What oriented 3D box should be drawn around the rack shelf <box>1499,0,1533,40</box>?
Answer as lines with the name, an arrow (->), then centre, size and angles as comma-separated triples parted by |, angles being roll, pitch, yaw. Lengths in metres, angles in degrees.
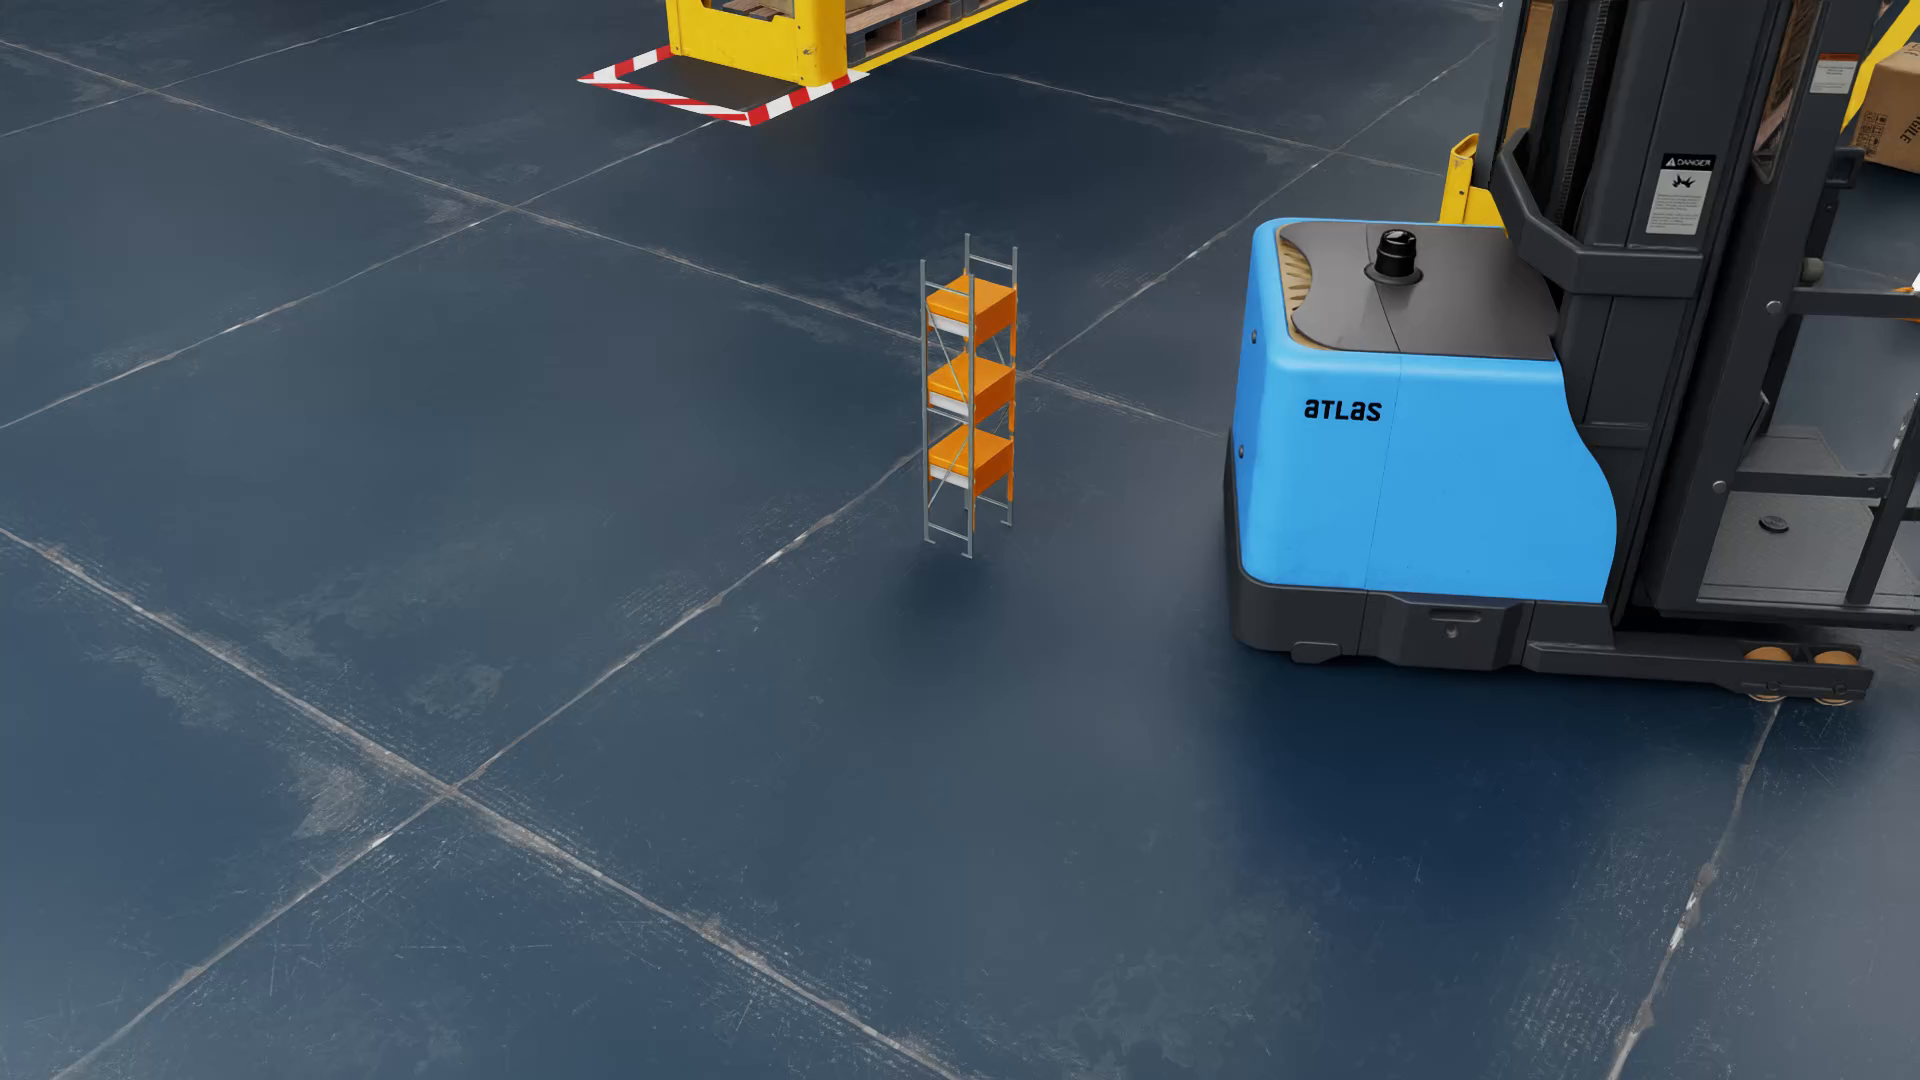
rack shelf -> 3.898, -3.073, 8.258 | 1.077, 0.370, 4.000 | 21, 39, 28

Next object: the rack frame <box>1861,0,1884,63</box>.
rack frame -> 5.038, -4.291, 9.418 | 1.000, 3.000, 0.127 | 21, 39, 28

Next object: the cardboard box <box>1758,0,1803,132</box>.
cardboard box -> 3.590, -2.483, 8.266 | 0.875, 0.875, 0.875 | 21, 39, 27

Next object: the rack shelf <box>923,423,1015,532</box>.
rack shelf -> 0.031, -0.221, 5.654 | 0.215, 0.259, 0.240 | 21, 39, 28

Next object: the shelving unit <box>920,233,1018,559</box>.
shelving unit -> 0.031, -0.460, 5.492 | 0.215, 1.050, 0.252 | 21, 39, 28

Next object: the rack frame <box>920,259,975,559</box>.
rack frame -> -0.039, -0.403, 5.409 | 0.200, 1.050, 0.008 | 21, 39, 28

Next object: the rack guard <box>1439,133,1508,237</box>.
rack guard -> 2.744, -1.404, 7.380 | 1.175, 0.500, 0.348 | 21, 39, 28

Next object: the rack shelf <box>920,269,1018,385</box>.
rack shelf -> 0.031, -0.686, 5.339 | 0.215, 0.259, 0.240 | 21, 39, 28

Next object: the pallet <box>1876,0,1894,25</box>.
pallet -> 5.416, -3.515, 10.760 | 1.003, 0.211, 1.213 | 21, 39, 28

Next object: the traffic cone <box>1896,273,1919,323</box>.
traffic cone -> 4.227, -1.190, 7.097 | 0.336, 0.463, 0.334 | 21, 39, 28

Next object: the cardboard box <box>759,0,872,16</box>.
cardboard box -> -0.890, -3.502, 10.107 | 0.500, 0.500, 0.500 | -29, 43, -35

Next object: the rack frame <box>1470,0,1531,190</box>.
rack frame -> 2.757, -2.450, 6.696 | 1.000, 3.000, 0.127 | 21, 39, 28

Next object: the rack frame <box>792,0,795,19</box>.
rack frame -> -1.260, -4.081, 9.107 | 1.000, 3.000, 0.127 | 21, 39, 28

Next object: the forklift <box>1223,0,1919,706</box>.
forklift -> 2.400, -1.028, 4.654 | 3.031, 2.935, 1.130 | 3, 34, 5

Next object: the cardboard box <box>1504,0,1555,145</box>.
cardboard box -> 3.090, -2.077, 7.666 | 0.875, 0.875, 0.875 | 21, 40, 28

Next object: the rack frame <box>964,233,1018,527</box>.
rack frame -> 0.100, -0.516, 5.575 | 0.200, 1.050, 0.008 | 21, 39, 28

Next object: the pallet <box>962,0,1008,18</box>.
pallet -> -0.028, -3.883, 11.303 | 1.003, 0.211, 1.213 | 21, 39, 28

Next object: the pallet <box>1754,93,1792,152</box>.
pallet -> 3.845, -2.247, 8.885 | 1.003, 0.211, 1.213 | 21, 39, 28

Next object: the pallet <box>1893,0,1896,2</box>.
pallet -> 6.111, -4.079, 11.593 | 1.003, 0.211, 1.213 | 21, 39, 28

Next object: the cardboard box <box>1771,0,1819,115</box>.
cardboard box -> 4.111, -2.902, 8.885 | 0.875, 0.875, 0.875 | 22, 40, 29

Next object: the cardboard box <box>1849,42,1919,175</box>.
cardboard box -> 4.996, -2.215, 8.576 | 0.500, 0.500, 0.500 | 29, 44, 36

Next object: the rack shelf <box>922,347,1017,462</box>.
rack shelf -> 0.031, -0.451, 5.498 | 0.215, 0.259, 0.240 | 21, 39, 28

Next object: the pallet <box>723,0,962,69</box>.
pallet -> -0.724, -3.324, 10.476 | 1.003, 0.211, 1.213 | 21, 39, 28

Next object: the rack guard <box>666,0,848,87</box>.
rack guard -> -1.217, -3.081, 9.859 | 1.175, 0.500, 0.348 | 21, 39, 28
